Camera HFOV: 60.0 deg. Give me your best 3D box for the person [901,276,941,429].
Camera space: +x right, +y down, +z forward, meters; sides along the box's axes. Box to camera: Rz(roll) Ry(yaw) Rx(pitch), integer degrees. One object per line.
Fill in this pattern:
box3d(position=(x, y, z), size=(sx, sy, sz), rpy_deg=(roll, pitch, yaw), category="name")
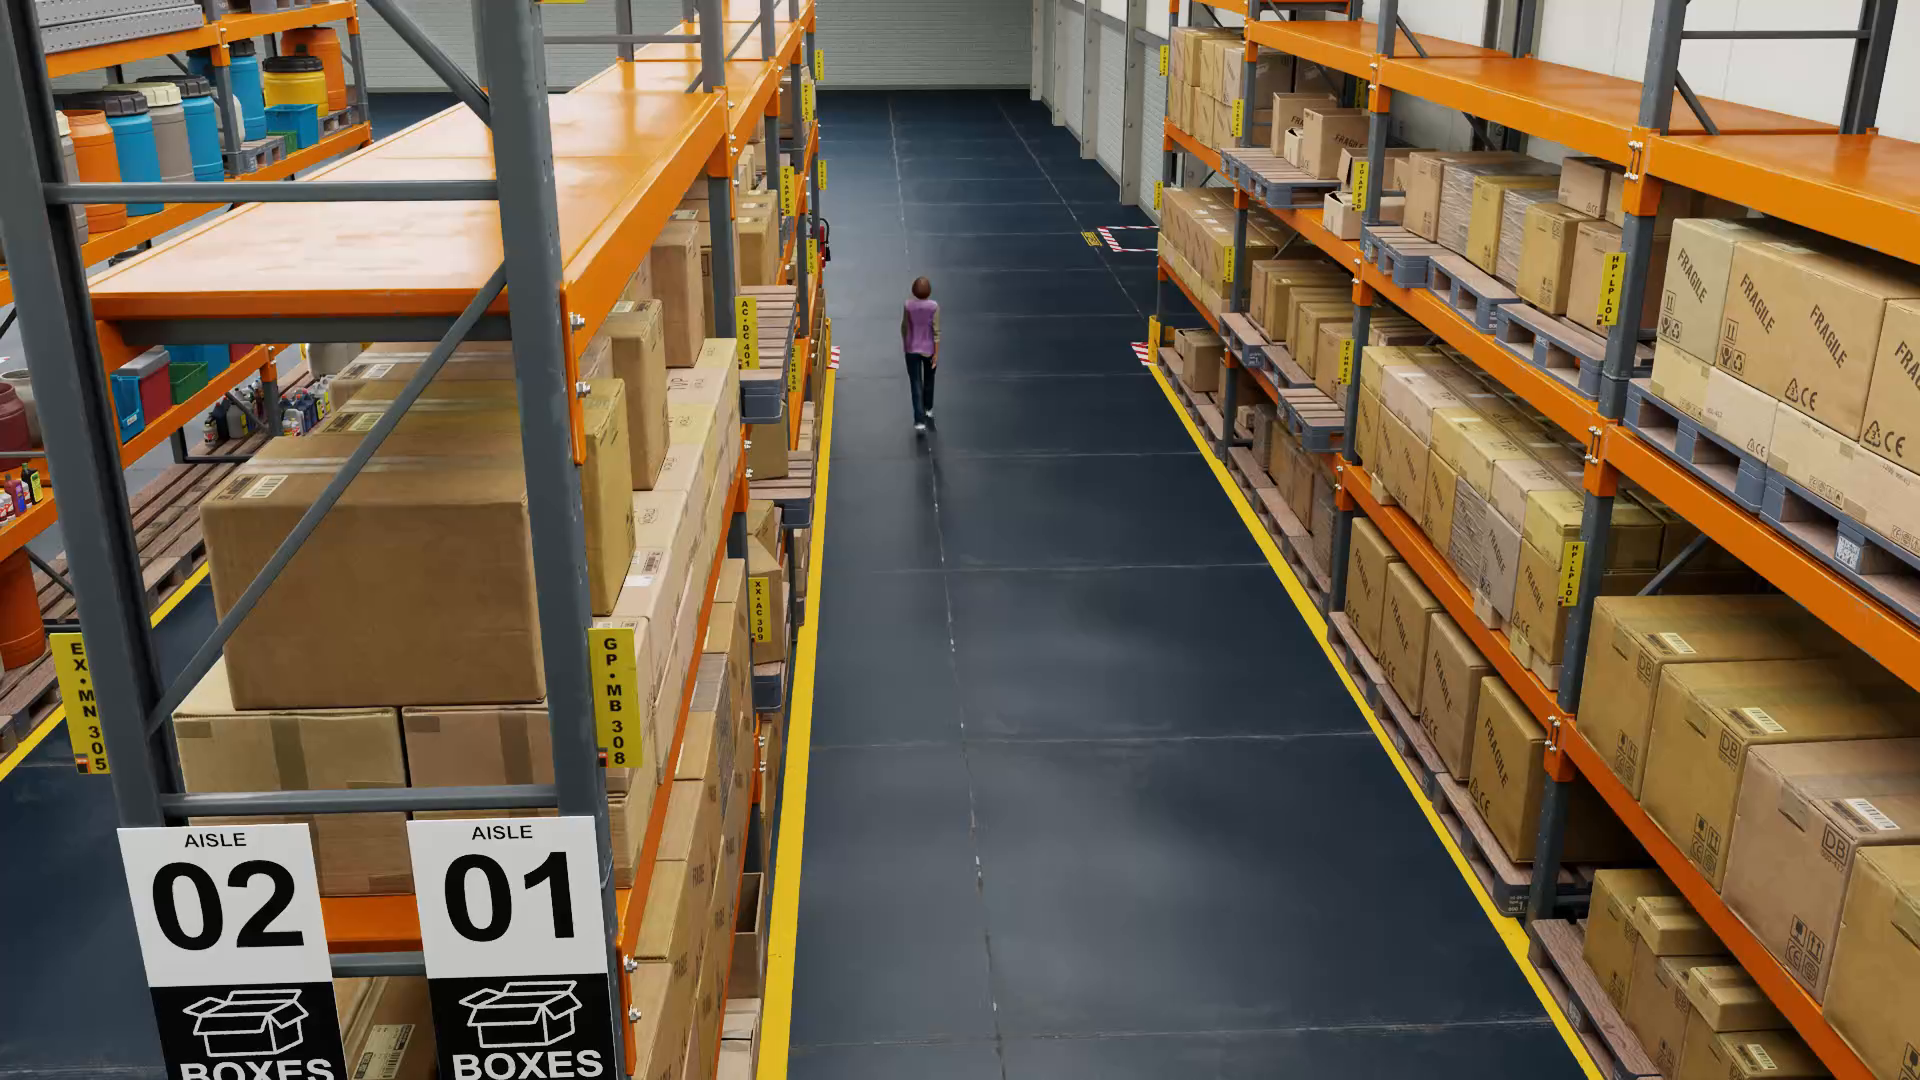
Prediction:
box3d(position=(-0.402, -1.953, 17.039), size=(0.405, 1.535, 0.957), rpy_deg=(-2, 21, -4), category="person")
